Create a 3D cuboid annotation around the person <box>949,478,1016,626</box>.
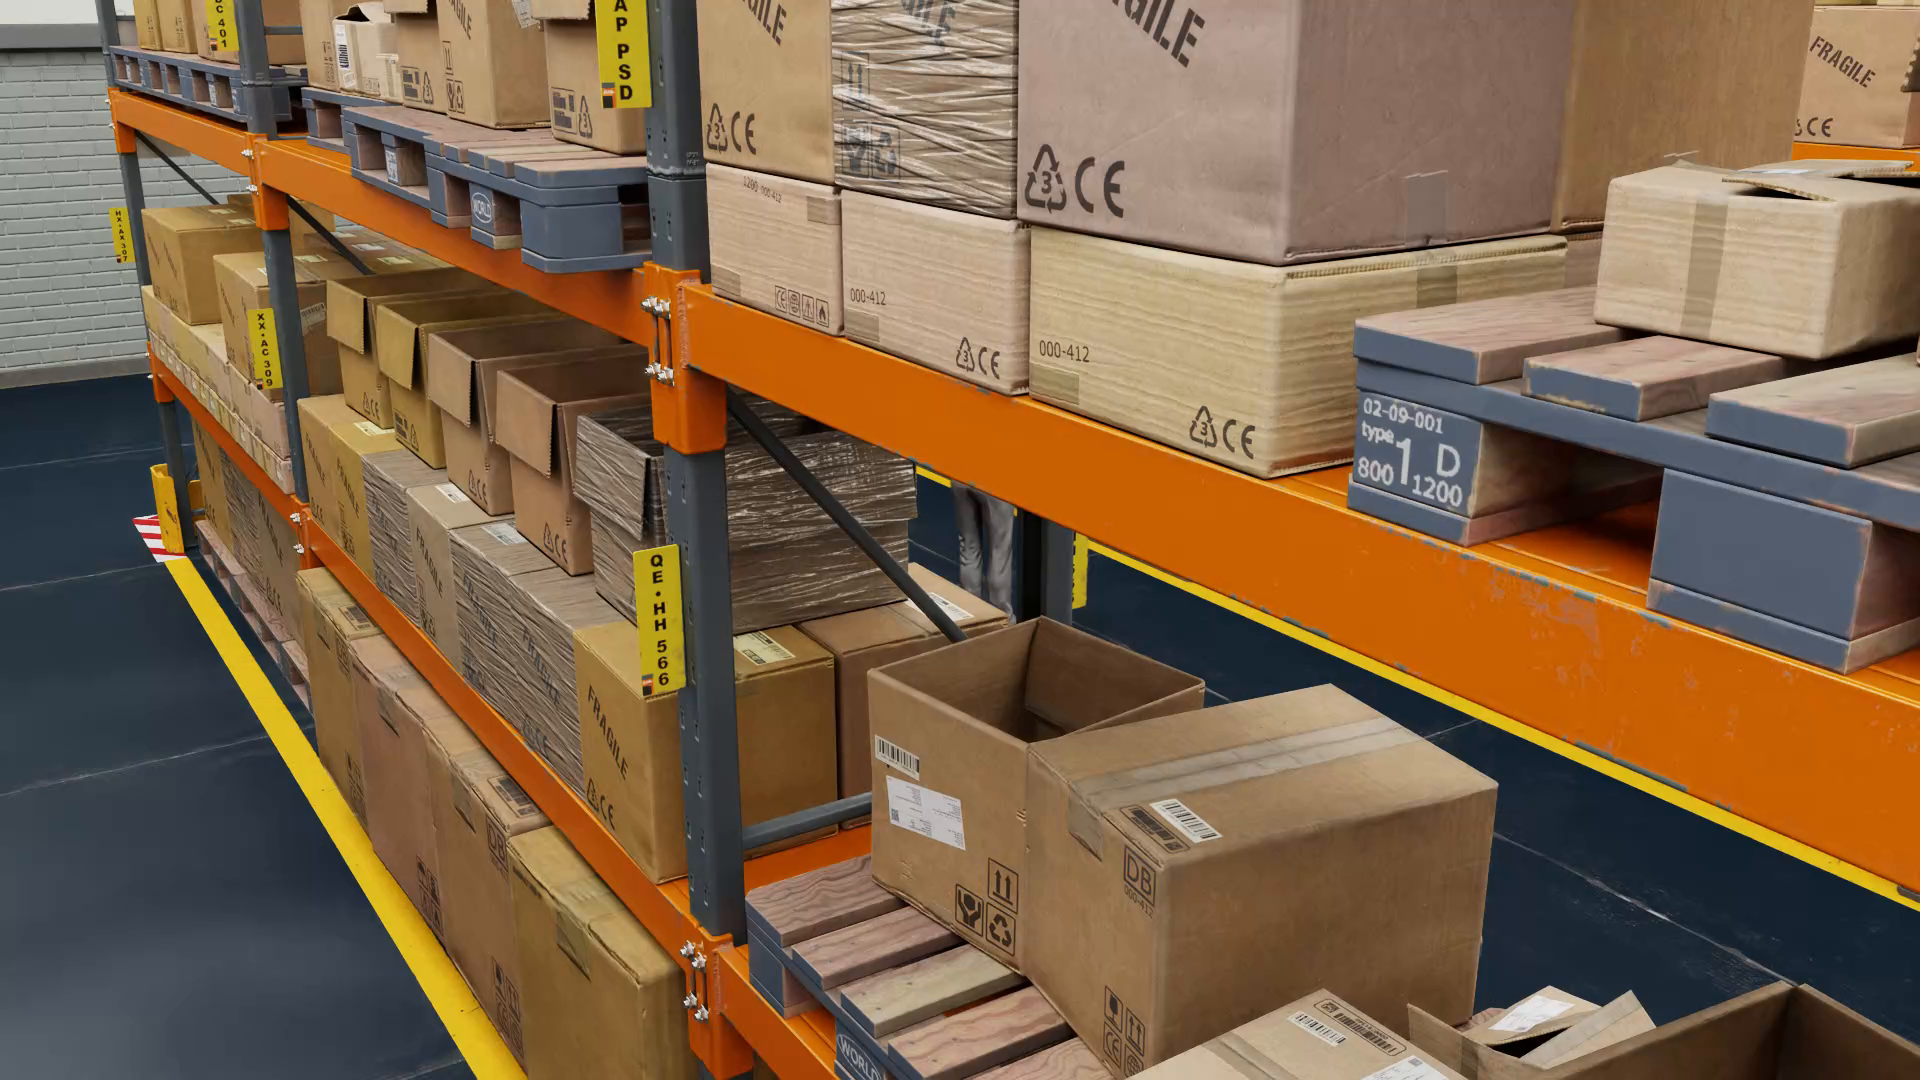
[{"bbox_3d":[0.137,-0.313,8.938,0.542,1.696,0.457,12,22,32],"label":"person"}]
